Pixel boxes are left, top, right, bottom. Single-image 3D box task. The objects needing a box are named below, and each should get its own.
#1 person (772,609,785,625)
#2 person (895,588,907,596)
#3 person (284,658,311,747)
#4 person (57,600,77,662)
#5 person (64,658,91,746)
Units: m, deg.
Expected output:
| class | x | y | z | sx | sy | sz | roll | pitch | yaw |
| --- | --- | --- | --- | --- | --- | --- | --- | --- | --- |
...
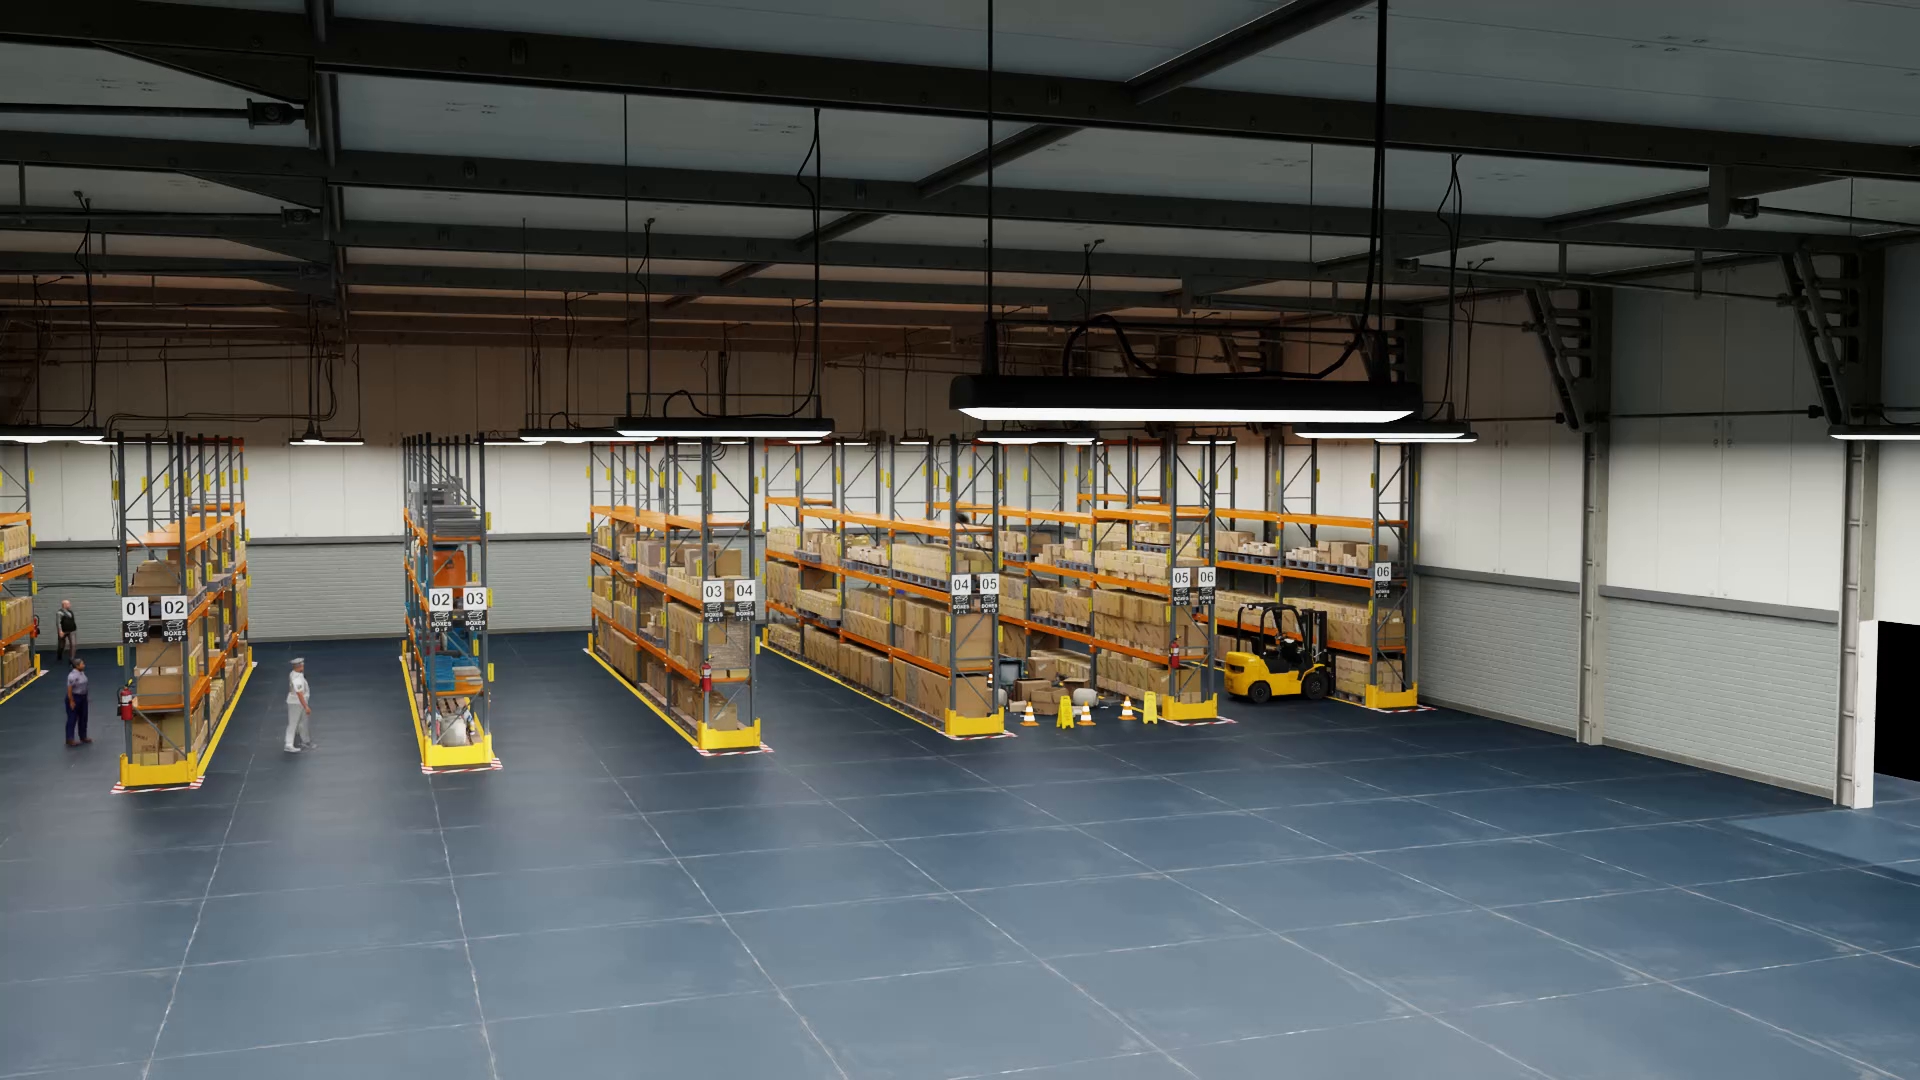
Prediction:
| class | x | y | z | sx | sy | sz | roll | pitch | yaw |
| --- | --- | --- | --- | --- | --- | --- | --- | --- | --- |
| person | -5.359 | 1.932 | 49.440 | 0.527 | 1.696 | 0.366 | 0 | 3 | 1 |
| person | -2.000 | 1.956 | 54.014 | 0.525 | 1.533 | 0.733 | 1 | 3 | 20 |
| person | -12.515 | 3.055 | 31.444 | 0.501 | 1.668 | 0.634 | -1 | 3 | -17 |
| person | -23.690 | 2.401 | 44.060 | 0.474 | 1.625 | 0.786 | -2 | 4 | -38 |
| person | -17.067 | 3.120 | 32.184 | 0.377 | 1.661 | 0.568 | 0 | 3 | 6 |
